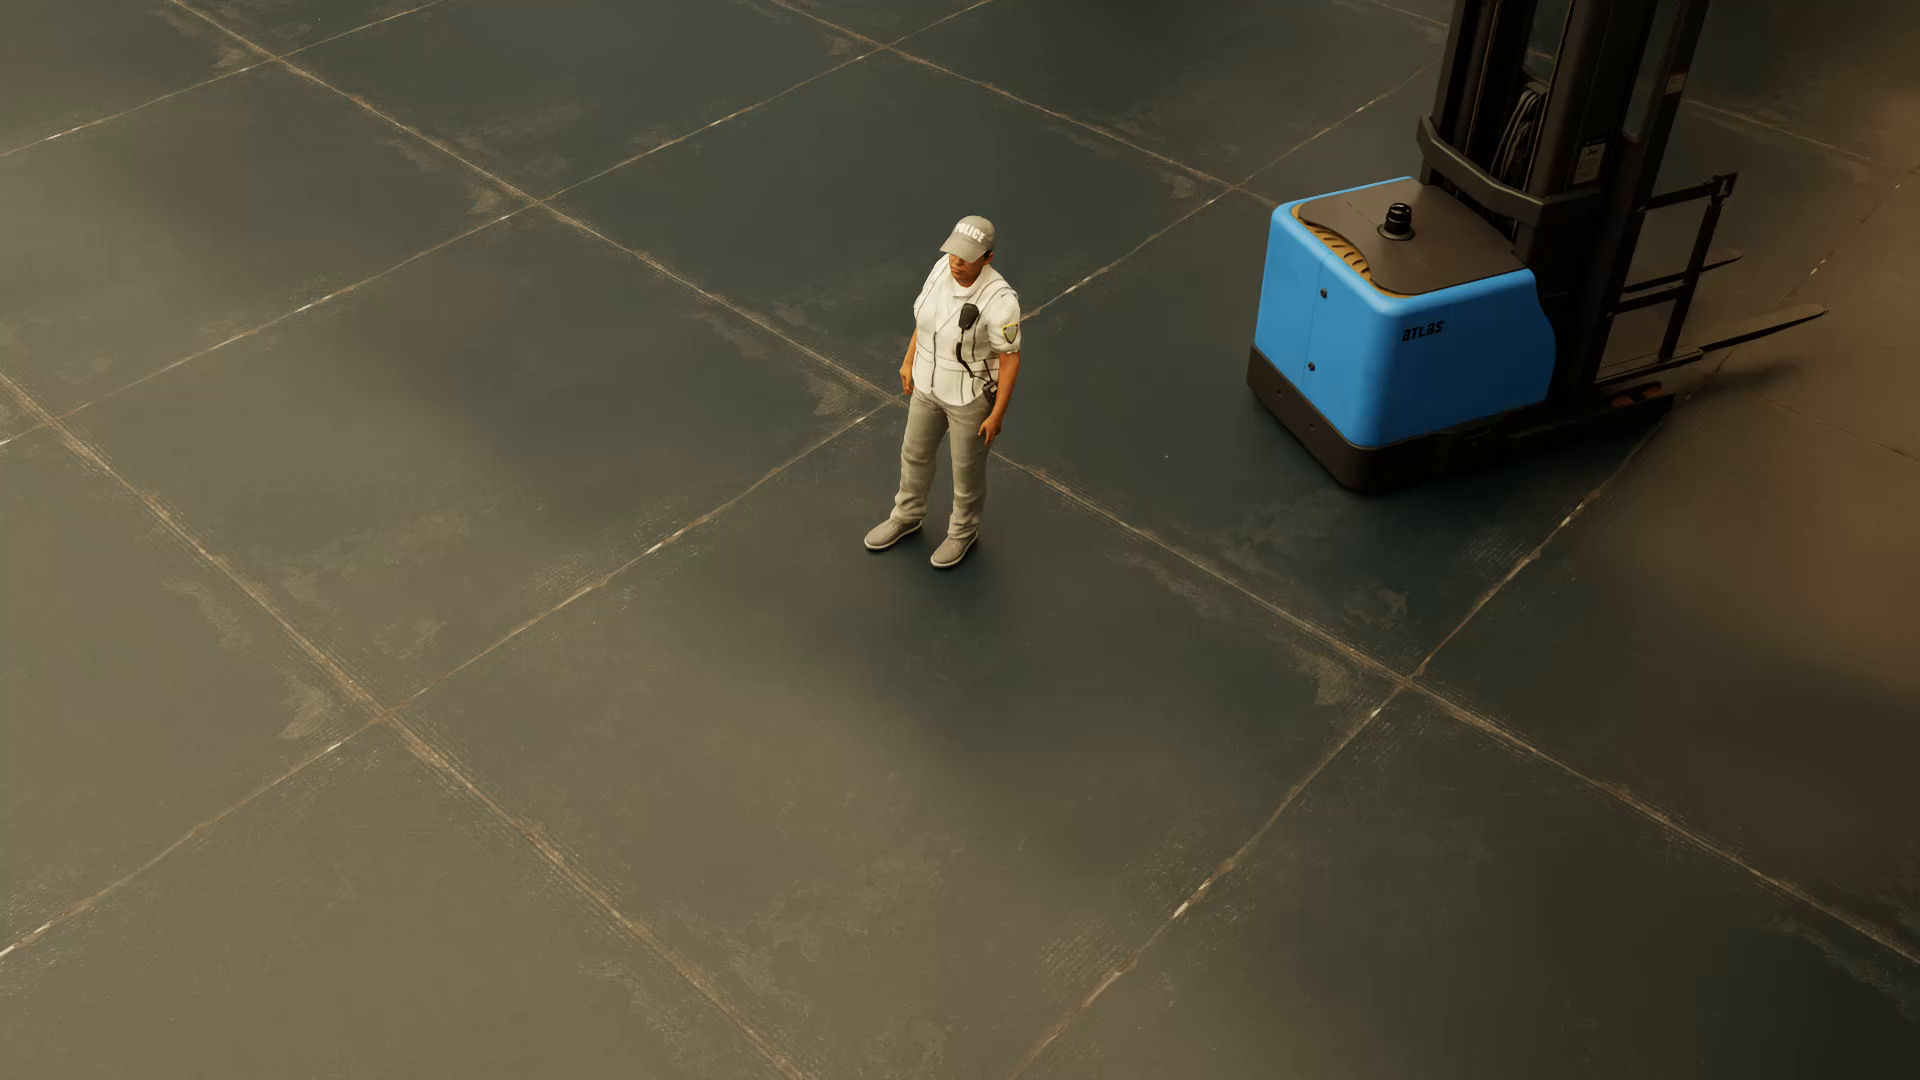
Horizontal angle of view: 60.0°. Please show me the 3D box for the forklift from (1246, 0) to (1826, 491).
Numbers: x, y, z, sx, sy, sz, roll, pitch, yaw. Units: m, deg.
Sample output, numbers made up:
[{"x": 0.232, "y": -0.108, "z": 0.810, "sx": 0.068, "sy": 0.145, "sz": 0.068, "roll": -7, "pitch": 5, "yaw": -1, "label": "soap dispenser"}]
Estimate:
[{"x": 3.031, "y": -1.969, "z": 7.723, "sx": 3.031, "sy": 2.935, "sz": 1.130, "roll": -15, "pitch": 43, "yaw": -17, "label": "forklift"}]

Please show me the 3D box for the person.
[{"x": -0.068, "y": -0.611, "z": 7.101, "sx": 0.598, "sy": 1.670, "sz": 0.529, "roll": 31, "pitch": 49, "yaw": 31, "label": "person"}]
